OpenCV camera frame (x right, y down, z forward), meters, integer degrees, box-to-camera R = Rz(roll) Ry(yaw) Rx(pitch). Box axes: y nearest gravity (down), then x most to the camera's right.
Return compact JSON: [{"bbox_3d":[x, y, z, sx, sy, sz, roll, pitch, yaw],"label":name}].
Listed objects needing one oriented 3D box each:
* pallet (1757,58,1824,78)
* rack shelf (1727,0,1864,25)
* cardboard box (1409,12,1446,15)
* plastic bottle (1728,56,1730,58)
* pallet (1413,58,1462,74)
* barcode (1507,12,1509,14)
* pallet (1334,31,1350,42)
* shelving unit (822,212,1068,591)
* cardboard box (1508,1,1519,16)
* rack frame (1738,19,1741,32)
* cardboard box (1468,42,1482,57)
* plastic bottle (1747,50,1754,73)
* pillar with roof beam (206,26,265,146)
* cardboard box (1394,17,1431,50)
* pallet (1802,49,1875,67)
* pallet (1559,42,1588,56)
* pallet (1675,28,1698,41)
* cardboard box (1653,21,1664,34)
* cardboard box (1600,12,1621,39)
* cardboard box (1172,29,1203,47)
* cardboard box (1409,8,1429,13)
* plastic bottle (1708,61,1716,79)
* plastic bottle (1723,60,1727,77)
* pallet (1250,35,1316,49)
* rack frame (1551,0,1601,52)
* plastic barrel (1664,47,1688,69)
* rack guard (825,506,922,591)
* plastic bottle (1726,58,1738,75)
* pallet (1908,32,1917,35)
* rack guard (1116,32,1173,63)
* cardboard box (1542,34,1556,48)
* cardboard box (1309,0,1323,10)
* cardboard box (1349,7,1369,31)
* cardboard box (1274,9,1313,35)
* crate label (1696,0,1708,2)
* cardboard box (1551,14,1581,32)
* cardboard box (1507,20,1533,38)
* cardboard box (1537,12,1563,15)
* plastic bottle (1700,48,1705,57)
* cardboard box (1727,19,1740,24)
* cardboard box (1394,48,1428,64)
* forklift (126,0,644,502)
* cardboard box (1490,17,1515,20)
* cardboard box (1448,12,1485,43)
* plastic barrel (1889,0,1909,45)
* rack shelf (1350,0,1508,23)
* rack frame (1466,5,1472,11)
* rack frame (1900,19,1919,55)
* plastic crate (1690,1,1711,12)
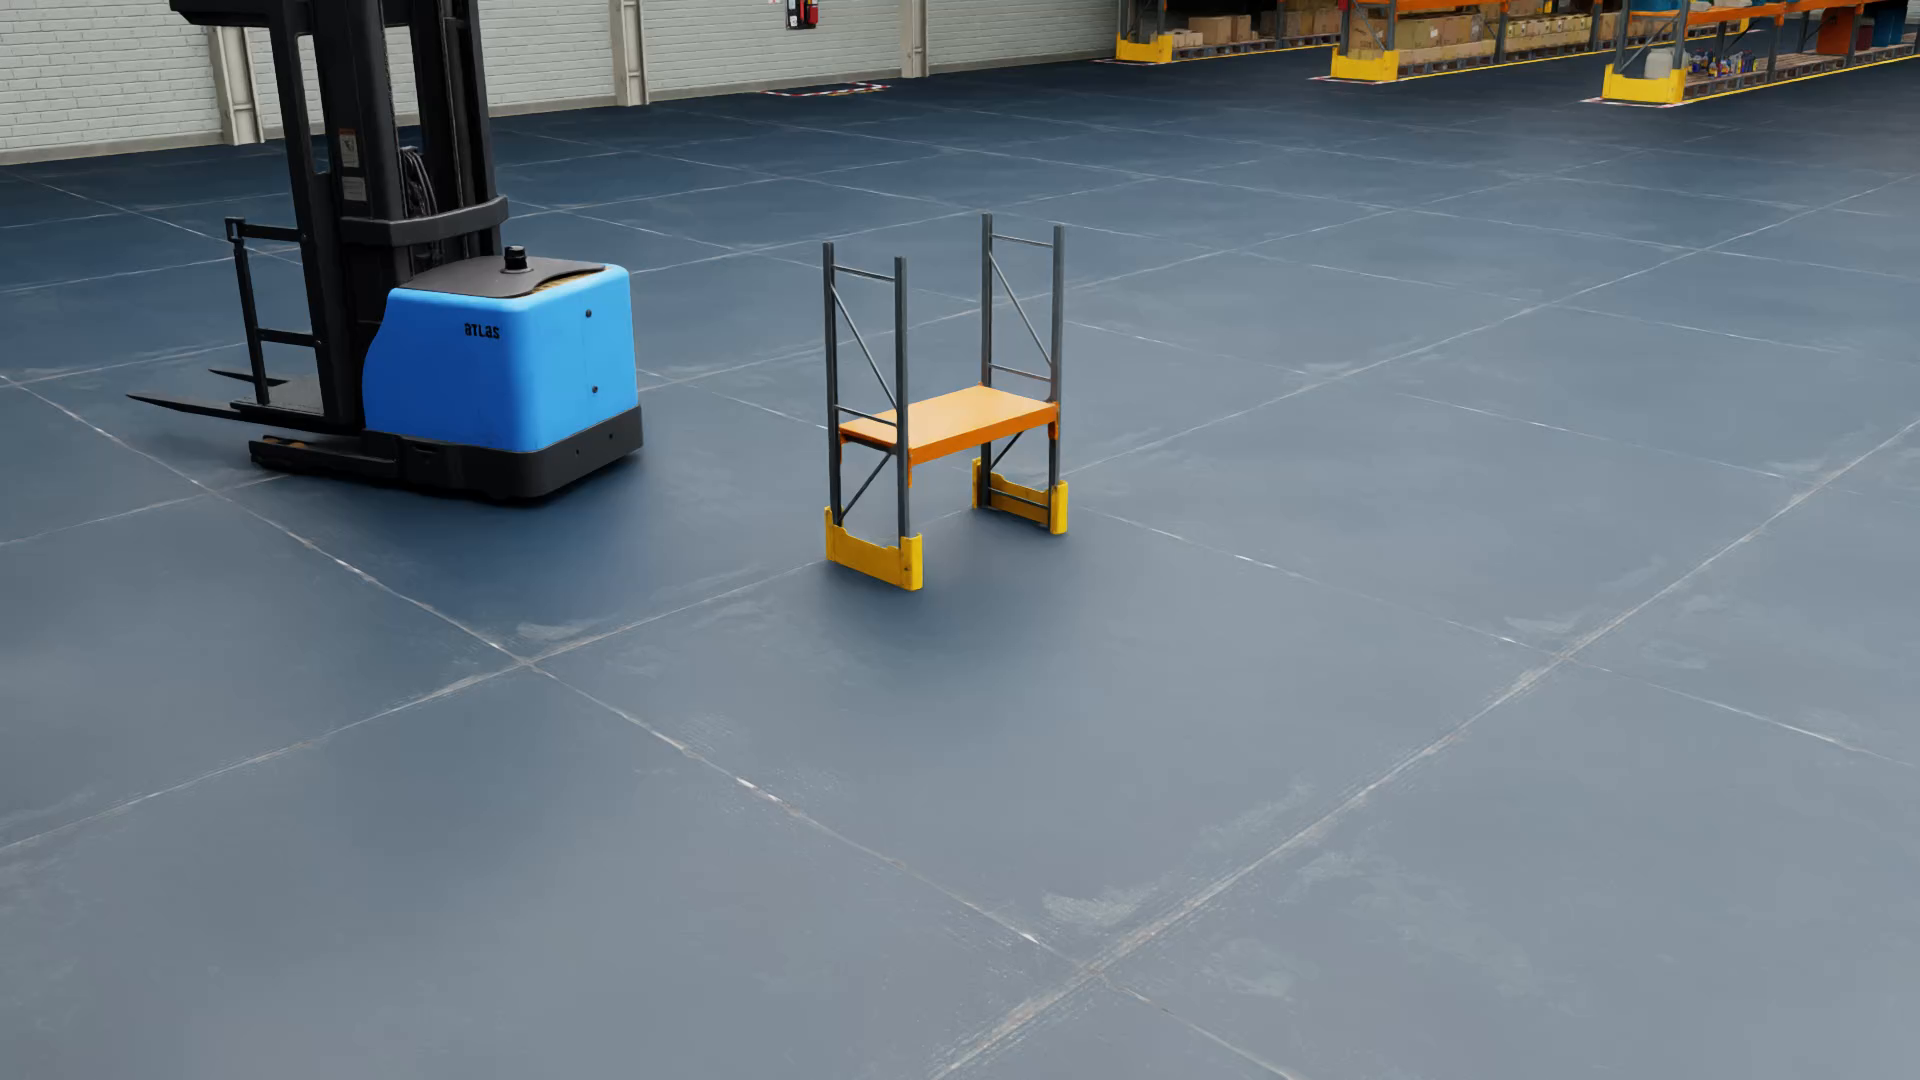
[{"bbox_3d":[14.777,-8.495,29.883,1.003,0.211,1.213,19,28,41],"label":"pallet"},{"bbox_3d":[14.801,-9.449,29.479,1.077,0.370,4.000,19,28,41],"label":"rack shelf"},{"bbox_3d":[8.614,-9.476,30.748,0.500,0.500,0.500,19,28,41],"label":"cardboard box"},{"bbox_3d":[12.713,-7.857,27.507,0.061,0.283,0.133,19,28,41],"label":"plastic bottle"},{"bbox_3d":[8.424,-8.700,30.416,1.003,0.211,1.213,19,28,41],"label":"pallet"},{"bbox_3d":[10.336,-9.959,31.337,0.001,0.075,0.075,19,28,41],"label":"barcode"},{"bbox_3d":[8.552,-11.276,37.117,1.003,0.211,1.213,19,28,41],"label":"pallet"},{"bbox_3d":[-0.053,-0.680,7.755,0.587,1.500,1.083,19,28,41],"label":"shelving unit"},{"bbox_3d":[13.563,-13.401,41.657,0.700,0.500,0.500,18,27,39],"label":"cardboard box"},{"bbox_3d":[18.231,-13.596,39.266,1.000,3.000,0.127,19,28,41],"label":"rack frame"},{"bbox_3d":[9.337,-9.124,30.878,0.500,0.250,0.500,19,28,41],"label":"cardboard box"},{"bbox_3d":[13.163,-8.001,27.790,0.144,0.351,0.185,18,28,39],"label":"plastic bottle"},{"bbox_3d":[-6.086,-8.214,16.902,9.100,9.000,0.400,19,28,41],"label":"pillar with roof beam"},{"bbox_3d":[7.950,-8.957,29.398,0.500,0.500,0.500,19,28,41],"label":"cardboard box"},{"bbox_3d":[16.717,-9.210,31.742,1.003,0.211,1.213,19,28,41],"label":"pallet"},{"bbox_3d":[12.048,-10.036,33.890,1.003,0.211,1.213,19,28,41],"label":"pallet"},{"bbox_3d":[15.920,-11.442,37.549,1.003,0.211,1.213,19,28,41],"label":"pallet"},{"bbox_3d":[14.951,-11.282,36.118,0.500,0.500,0.500,19,28,41],"label":"cardboard box"},{"bbox_3d":[13.534,-10.759,34.757,0.500,0.500,0.500,18,27,39],"label":"cardboard box"},{"bbox_3d":[4.462,-9.974,32.977,0.500,0.311,0.500,-17,27,-38],"label":"cardboard box"},{"bbox_3d":[10.321,-12.350,38.437,0.750,0.750,0.750,19,28,40],"label":"cardboard box"},{"bbox_3d":[12.104,-7.562,26.757,0.097,0.271,0.097,0,21,0],"label":"plastic bottle"},{"bbox_3d":[12.413,-7.676,27.053,0.097,0.271,0.097,0,21,0],"label":"plastic bottle"},{"bbox_3d":[6.850,-10.649,35.485,1.003,0.211,1.213,19,28,41],"label":"pallet"},{"bbox_3d":[12.650,-11.539,33.915,1.000,3.000,0.127,19,28,41],"label":"rack frame"},{"bbox_3d":[11.370,-7.594,26.533,0.421,0.512,0.421,0,21,0],"label":"plastic barrel"},{"bbox_3d":[-0.401,0.031,7.646,0.587,0.250,0.087,19,28,41],"label":"rack guard"},{"bbox_3d":[12.688,-7.793,27.353,0.135,0.276,0.152,-20,28,-41],"label":"plastic bottle"},{"bbox_3d":[21.174,-10.851,36.012,1.003,0.211,1.213,19,28,41],"label":"pallet"},{"bbox_3d":[3.570,-9.574,32.288,1.175,0.500,0.348,19,28,41],"label":"rack guard"},{"bbox_3d":[11.391,-9.861,32.795,0.500,0.250,0.500,-20,28,-41],"label":"cardboard box"},{"bbox_3d":[7.474,-11.581,35.849,0.500,0.250,0.500,18,28,39],"label":"cardboard box"},{"bbox_3d":[8.633,-11.618,36.993,0.500,0.500,0.700,-20,29,-41],"label":"cardboard box"},{"bbox_3d":[7.134,-11.127,35.714,0.700,0.500,0.500,19,28,40],"label":"cardboard box"},{"bbox_3d":[11.706,-8.799,26.738,0.502,0.435,0.616,19,28,41],"label":"crate label"},{"bbox_3d":[12.103,-10.382,33.370,0.500,0.311,0.500,19,28,40],"label":"cardboard box"},{"bbox_3d":[10.679,-9.857,32.003,0.500,0.311,0.500,19,28,40],"label":"cardboard box"},{"bbox_3d":[12.074,-10.652,34.074,0.500,0.311,0.500,-19,28,-40],"label":"cardboard box"},{"bbox_3d":[12.546,-8.136,28.139,0.185,0.351,0.144,-19,28,-41],"label":"plastic bottle"},{"bbox_3d":[18.028,-12.433,39.111,0.500,0.500,0.500,19,28,41],"label":"cardboard box"},{"bbox_3d":[7.949,-8.607,29.534,0.500,0.250,0.500,19,28,41],"label":"cardboard box"},{"bbox_3d":[-3.322,-1.894,8.916,3.031,2.935,1.130,9,23,22],"label":"forklift"},{"bbox_3d":[10.645,-10.124,32.699,0.500,0.311,0.500,19,28,40],"label":"cardboard box"},{"bbox_3d":[9.336,-9.474,30.744,0.500,0.500,0.500,19,28,41],"label":"cardboard box"},{"bbox_3d":[18.595,-10.408,33.311,0.600,0.901,0.708,19,28,41],"label":"plastic barrel"},{"bbox_3d":[8.465,-9.661,30.032,1.077,0.370,4.000,19,28,41],"label":"rack shelf"},{"bbox_3d":[11.889,-13.806,39.814,1.000,3.000,0.127,19,28,41],"label":"rack frame"},{"bbox_3d":[18.987,-11.327,33.363,1.000,3.000,0.127,19,28,41],"label":"rack frame"},{"bbox_3d":[11.471,-8.268,25.773,0.298,0.136,0.250,19,28,41],"label":"plastic crate"}]
